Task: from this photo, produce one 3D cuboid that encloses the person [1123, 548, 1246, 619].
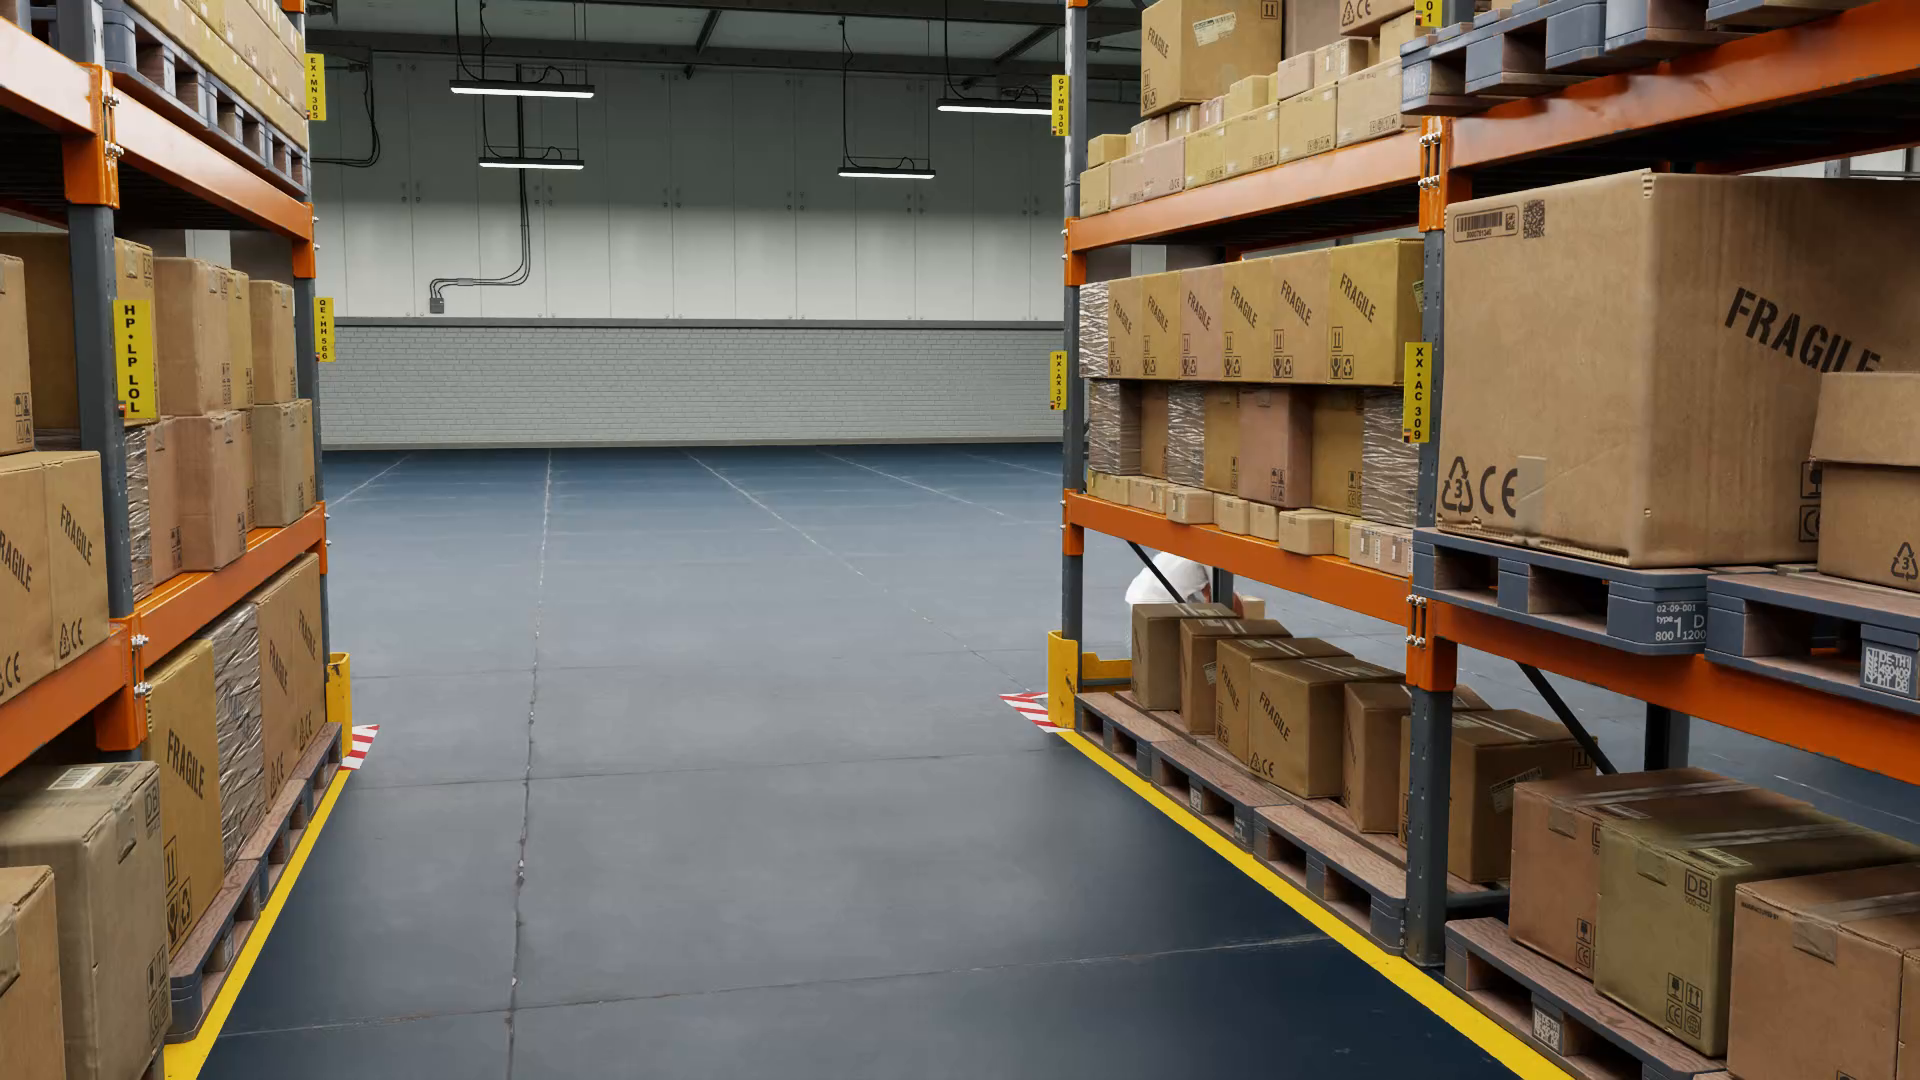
[{"bbox_3d":[1.551,0.354,11.143,0.928,1.004,0.532,-2,6,-15],"label":"person"}]
